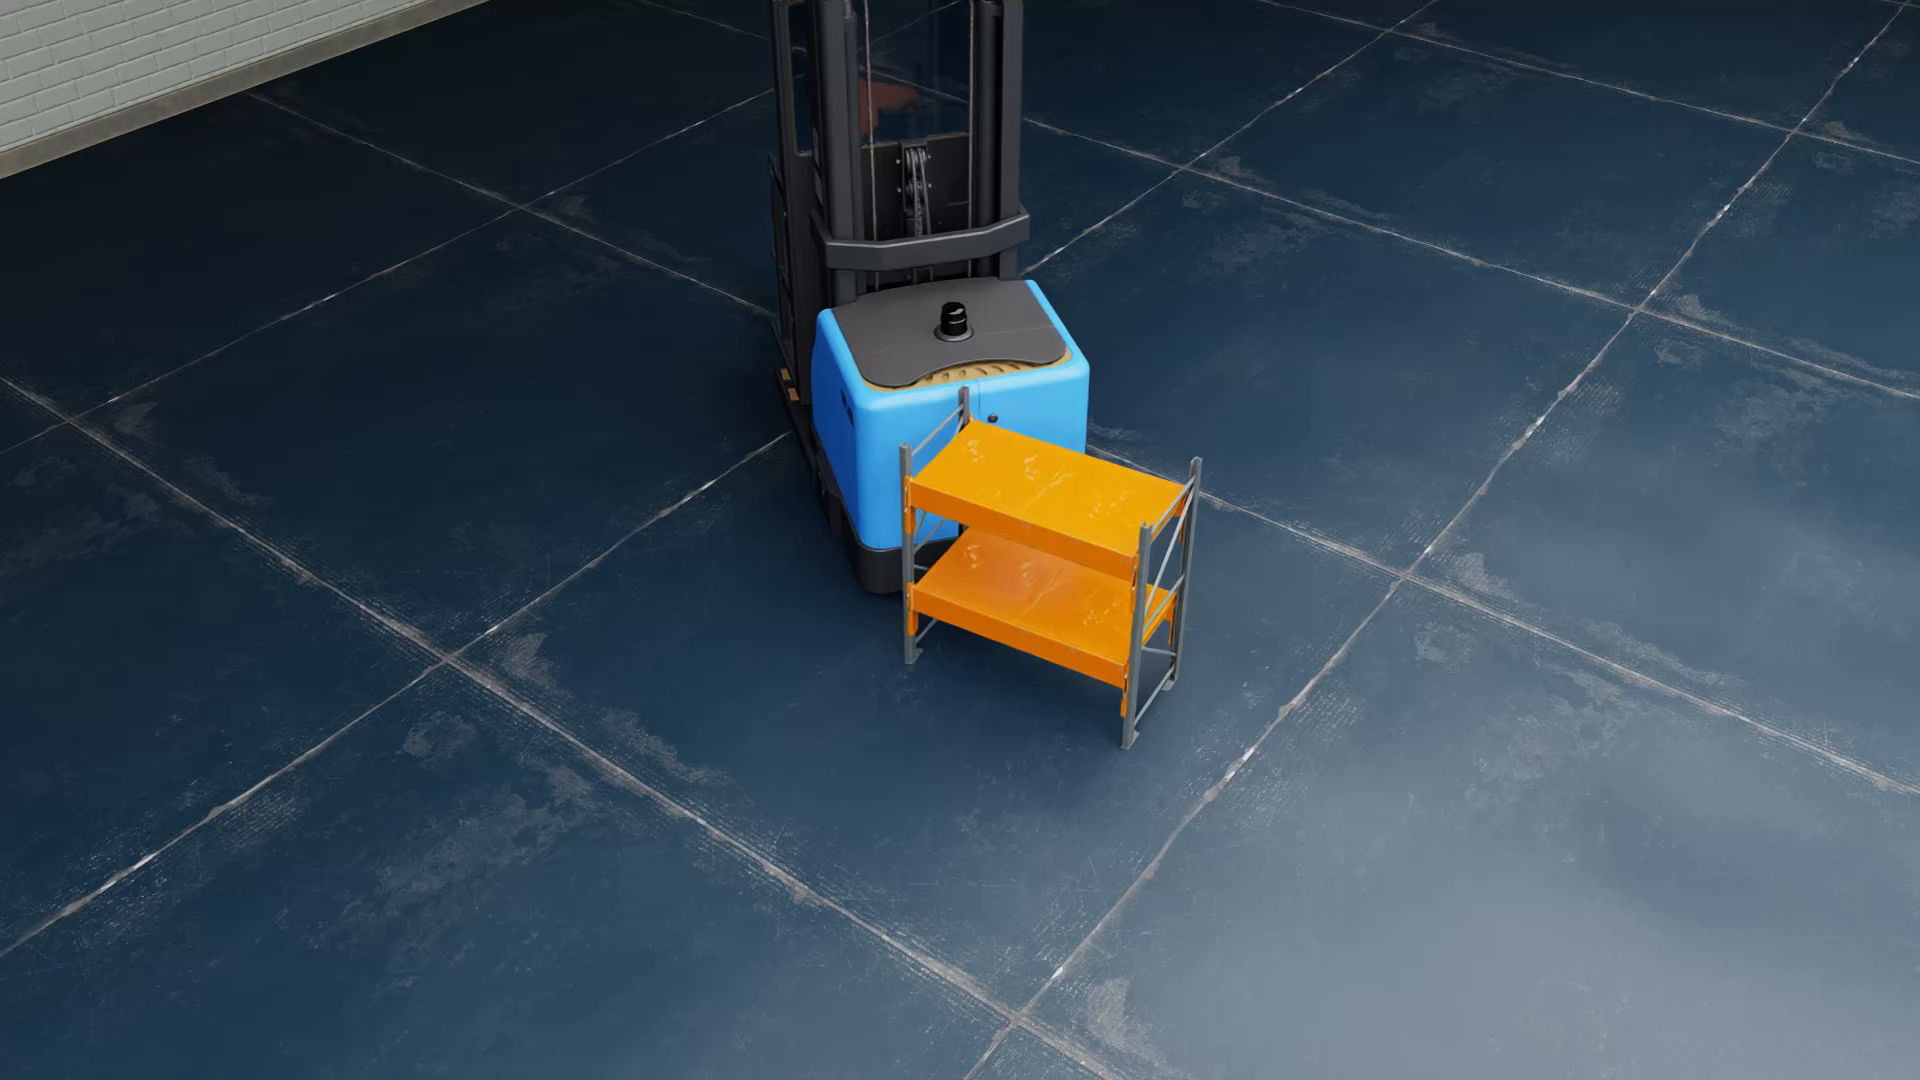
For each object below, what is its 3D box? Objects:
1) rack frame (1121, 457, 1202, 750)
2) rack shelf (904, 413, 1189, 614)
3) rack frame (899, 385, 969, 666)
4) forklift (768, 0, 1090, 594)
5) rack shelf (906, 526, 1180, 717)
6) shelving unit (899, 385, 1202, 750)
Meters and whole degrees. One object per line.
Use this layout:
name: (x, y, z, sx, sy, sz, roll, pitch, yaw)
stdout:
rack frame: (0.785, 0.264, 6.501, 0.032, 1.125, 0.500, 19, 42, 23)
rack shelf: (0.344, -0.122, 6.518, 1.000, 0.278, 0.538, 19, 42, 23)
rack frame: (-0.098, -0.047, 6.897, 0.032, 1.125, 0.500, 19, 42, 23)
forklift: (-0.337, -1.830, 7.710, 1.130, 2.935, 3.031, -10, 39, -13)
rack shelf: (0.344, 0.301, 6.850, 1.000, 0.278, 0.538, 19, 42, 23)
shelving unit: (0.344, 0.109, 6.699, 1.048, 1.125, 0.538, 19, 42, 23)
